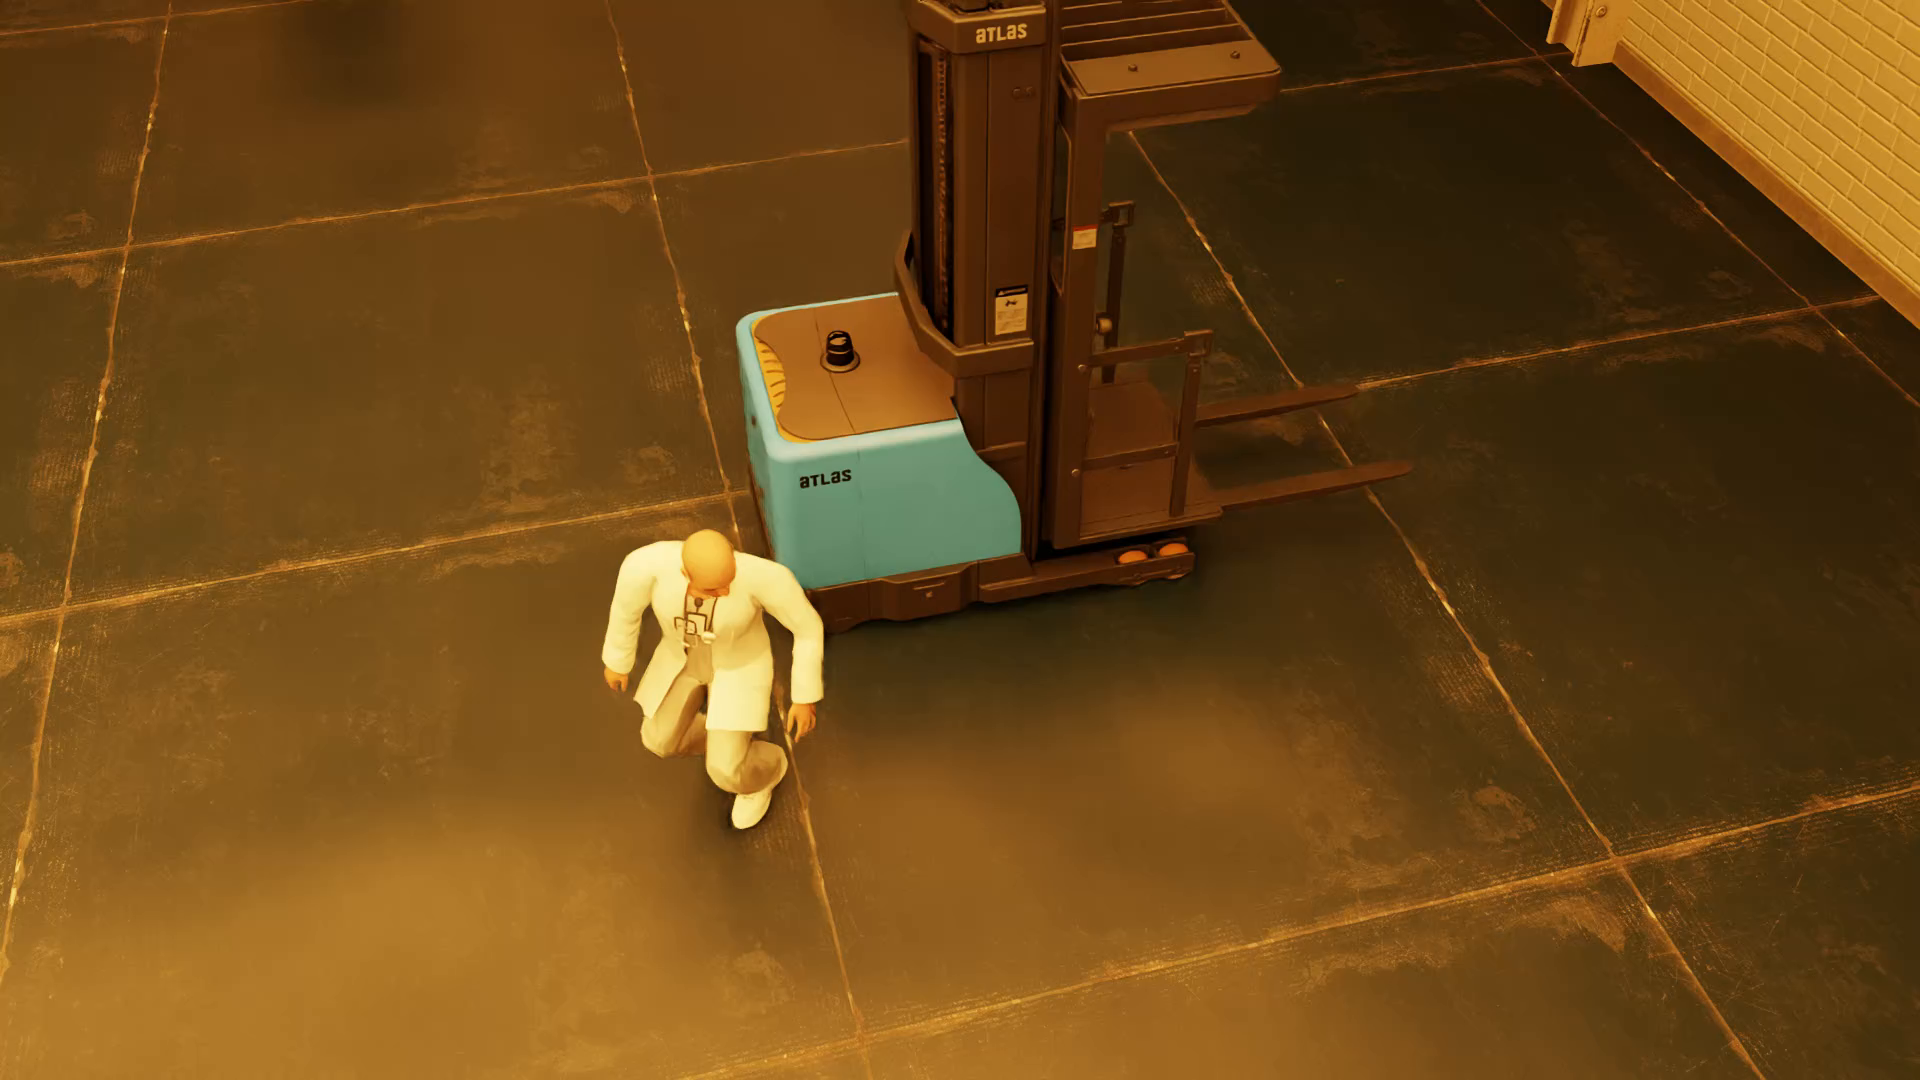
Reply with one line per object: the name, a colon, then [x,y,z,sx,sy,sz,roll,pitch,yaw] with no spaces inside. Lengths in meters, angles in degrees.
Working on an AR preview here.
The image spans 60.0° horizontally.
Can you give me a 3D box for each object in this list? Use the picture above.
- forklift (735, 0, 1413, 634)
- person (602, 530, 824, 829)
forklift: [0.579,-1.200,6.915,3.031,2.935,1.130,-10,44,-10]
person: [-0.897,0.512,6.217,0.850,1.719,0.595,13,45,13]
